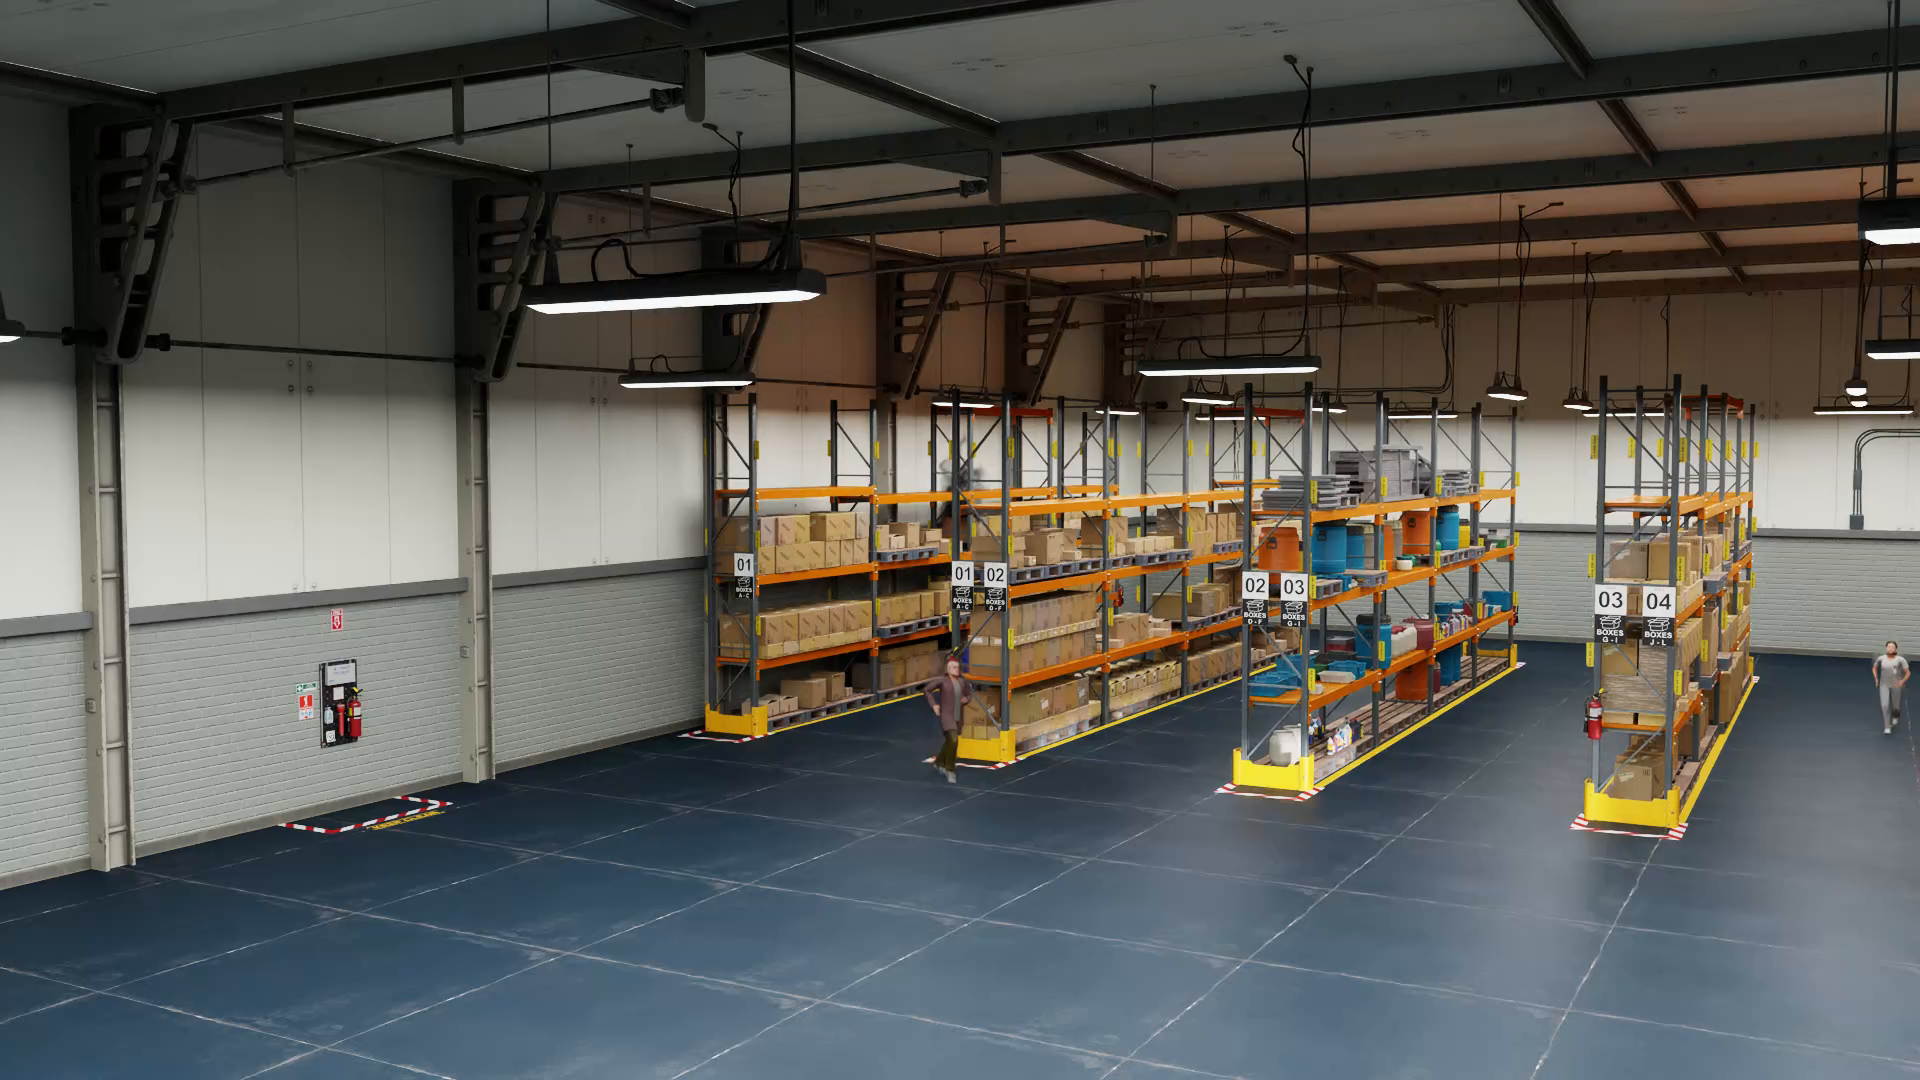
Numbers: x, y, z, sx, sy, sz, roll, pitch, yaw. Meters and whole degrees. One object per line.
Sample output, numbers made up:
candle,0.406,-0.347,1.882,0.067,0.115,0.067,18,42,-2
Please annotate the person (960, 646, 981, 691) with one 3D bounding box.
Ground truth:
person,0.191,2.556,30.122,0.543,1.701,0.725,1,3,19

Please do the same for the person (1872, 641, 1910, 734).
person,16.447,2.596,29.403,0.600,1.623,0.712,2,4,34

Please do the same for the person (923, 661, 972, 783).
person,-0.148,2.760,25.373,0.697,1.841,0.736,-3,4,-39
